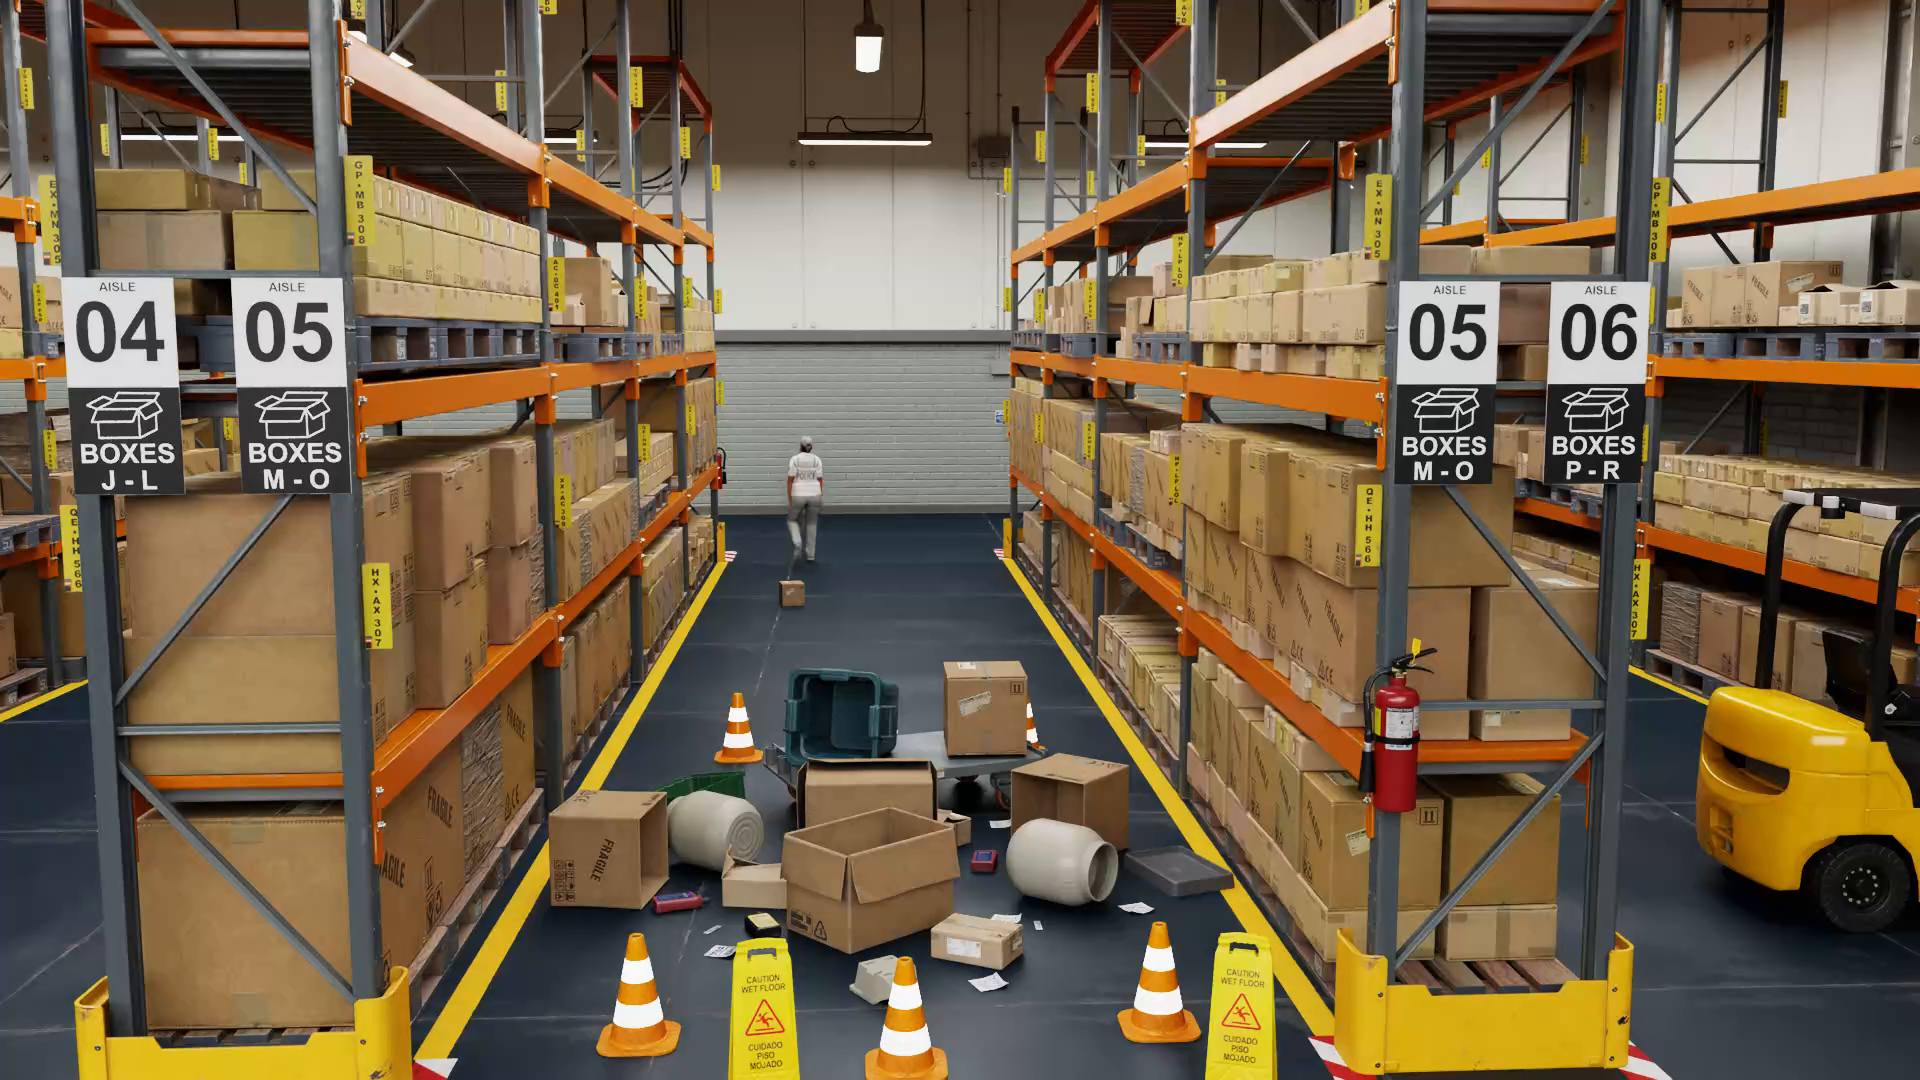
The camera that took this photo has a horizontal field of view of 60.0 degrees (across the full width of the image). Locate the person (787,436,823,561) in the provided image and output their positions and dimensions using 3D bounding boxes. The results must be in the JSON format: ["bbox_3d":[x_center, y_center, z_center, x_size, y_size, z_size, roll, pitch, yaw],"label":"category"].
[{"bbox_3d":[-2.065,-0.552,22.090,0.482,1.658,0.459,-2,7,-13],"label":"person"}]
